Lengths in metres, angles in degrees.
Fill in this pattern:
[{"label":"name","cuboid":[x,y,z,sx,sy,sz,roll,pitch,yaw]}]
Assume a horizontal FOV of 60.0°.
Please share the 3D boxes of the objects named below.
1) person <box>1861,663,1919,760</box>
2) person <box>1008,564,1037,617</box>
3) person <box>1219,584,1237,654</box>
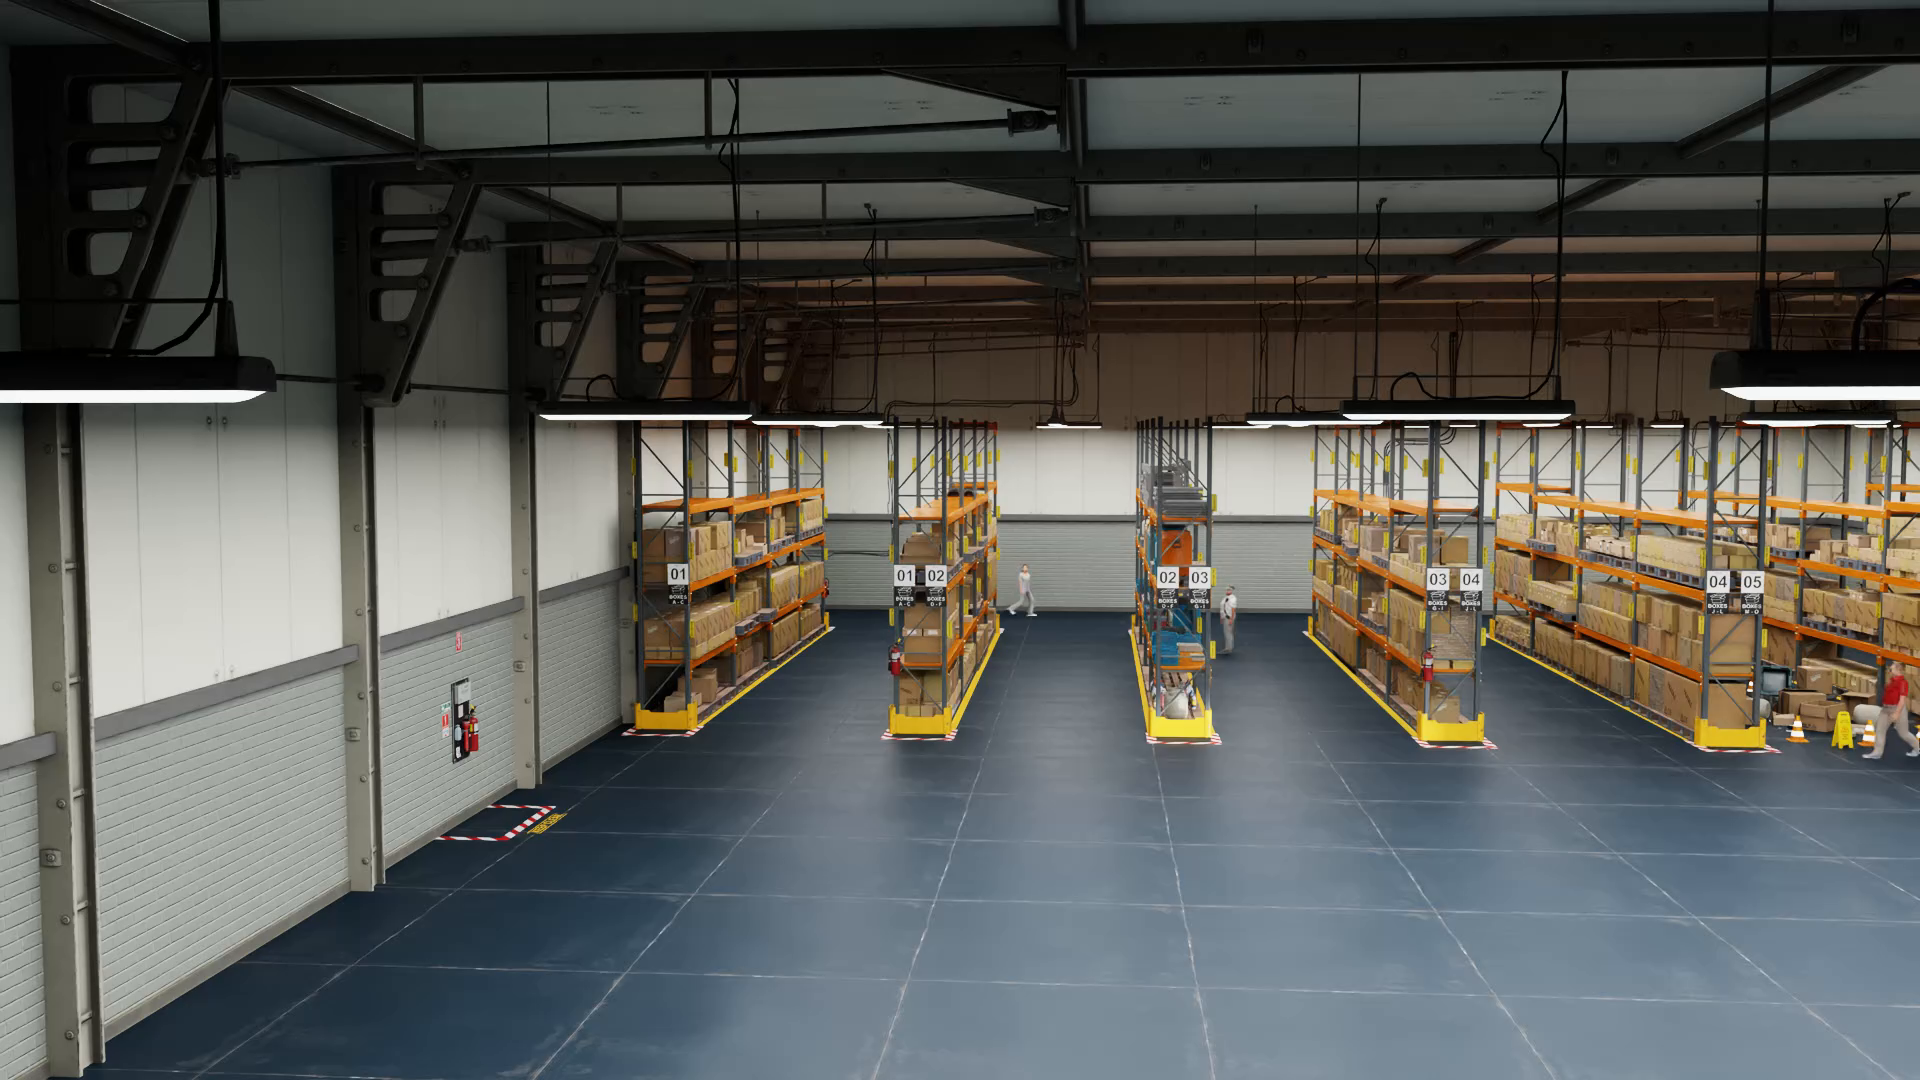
[{"label":"person","cuboid":[16.264,2.987,28.902,0.976,1.692,0.510,-1,4,-17]},{"label":"person","cuboid":[1.947,1.550,51.309,0.877,1.616,0.499,2,4,27]},{"label":"person","cuboid":[6.916,2.034,43.030,0.445,1.782,0.572,0,4,3]}]
